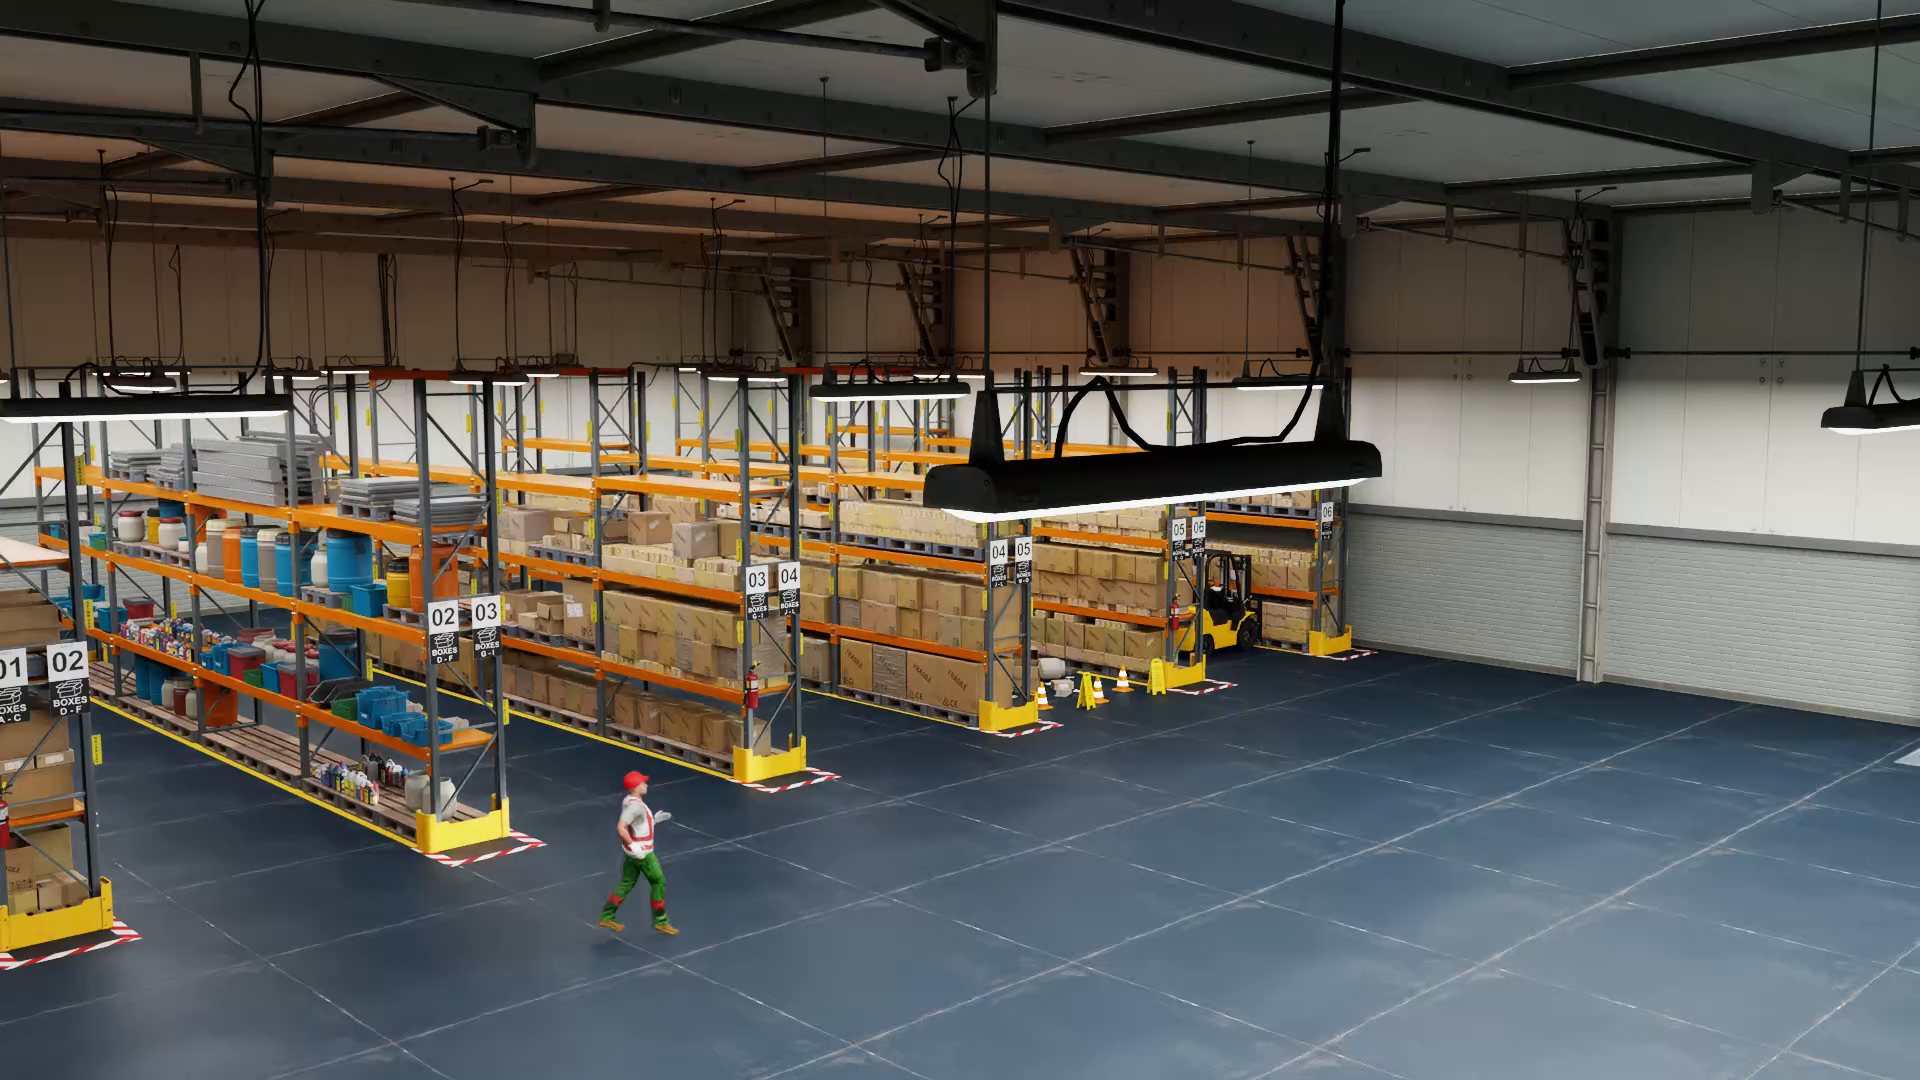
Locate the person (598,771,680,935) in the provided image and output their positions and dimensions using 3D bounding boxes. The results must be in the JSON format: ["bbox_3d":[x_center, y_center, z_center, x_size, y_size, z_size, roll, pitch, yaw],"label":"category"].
[{"bbox_3d":[-3.489,3.402,17.975,0.859,1.833,0.651,-3,7,-25],"label":"person"}]
